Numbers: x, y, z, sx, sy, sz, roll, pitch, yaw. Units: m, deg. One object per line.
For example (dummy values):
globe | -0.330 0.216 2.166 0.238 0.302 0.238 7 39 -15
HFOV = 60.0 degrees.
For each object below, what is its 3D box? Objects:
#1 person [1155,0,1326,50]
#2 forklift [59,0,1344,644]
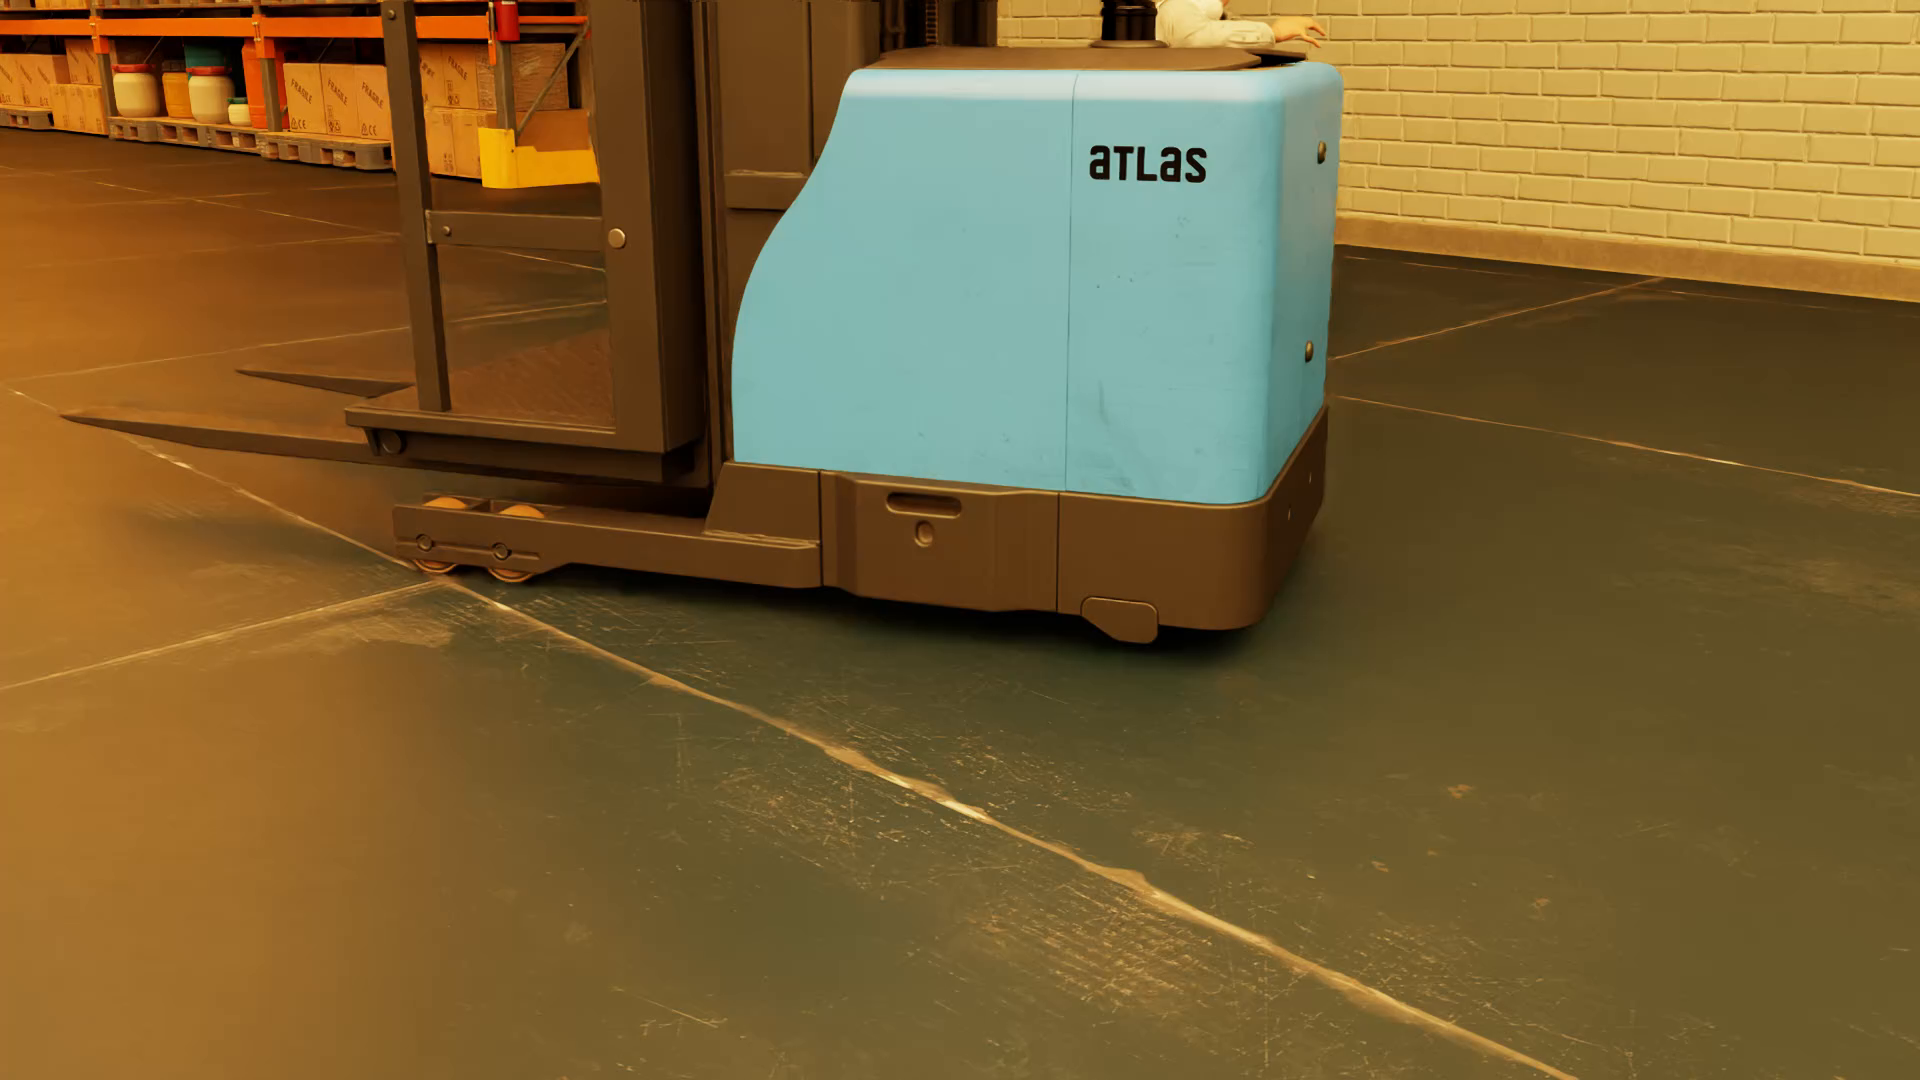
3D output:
person | 0.897 -1.272 5.496 0.998 1.490 0.755 -7 18 -22
forklift | -0.714 -1.447 3.613 3.031 2.935 1.130 6 18 18
